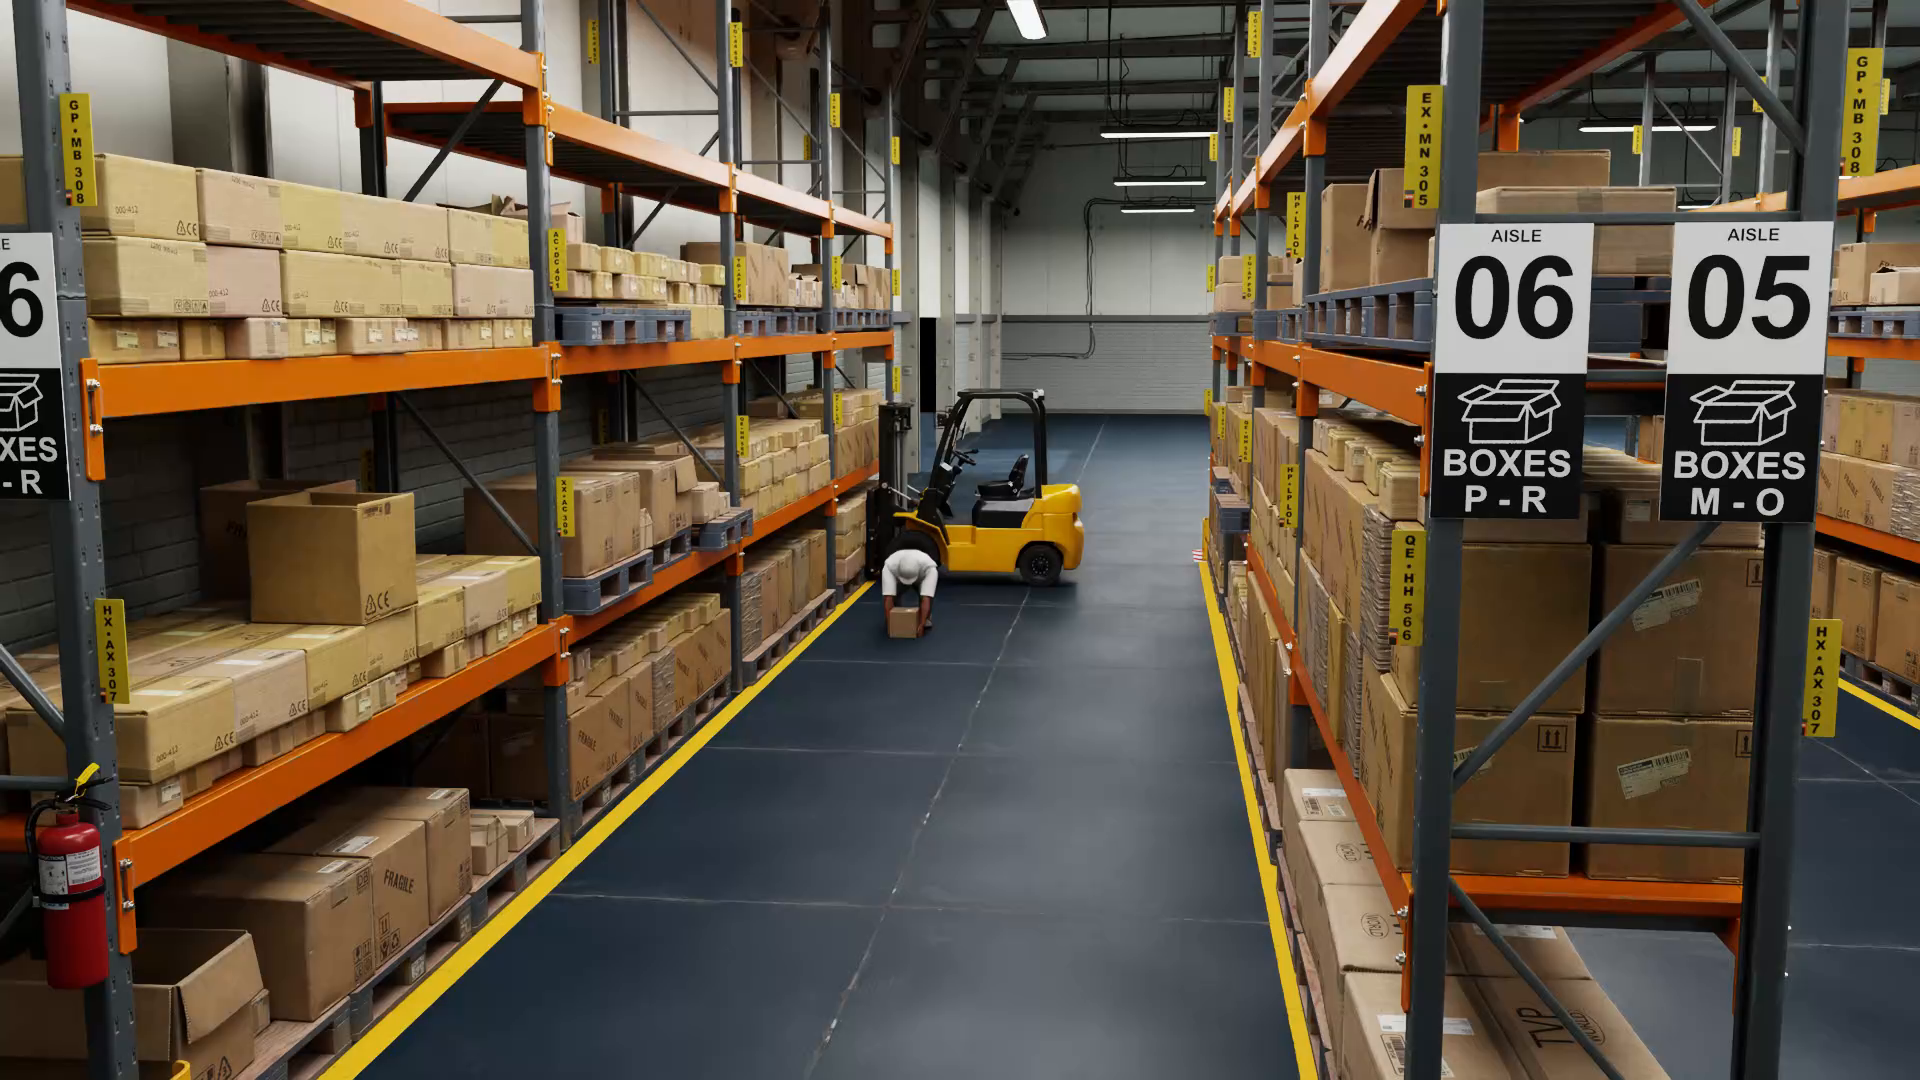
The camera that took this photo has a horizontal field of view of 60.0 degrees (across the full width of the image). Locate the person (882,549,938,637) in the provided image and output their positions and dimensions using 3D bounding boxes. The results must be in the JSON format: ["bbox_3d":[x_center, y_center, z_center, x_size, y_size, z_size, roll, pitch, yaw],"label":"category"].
[{"bbox_3d":[-0.466,0.481,15.888,0.531,0.810,0.959,1,8,5],"label":"person"}]
